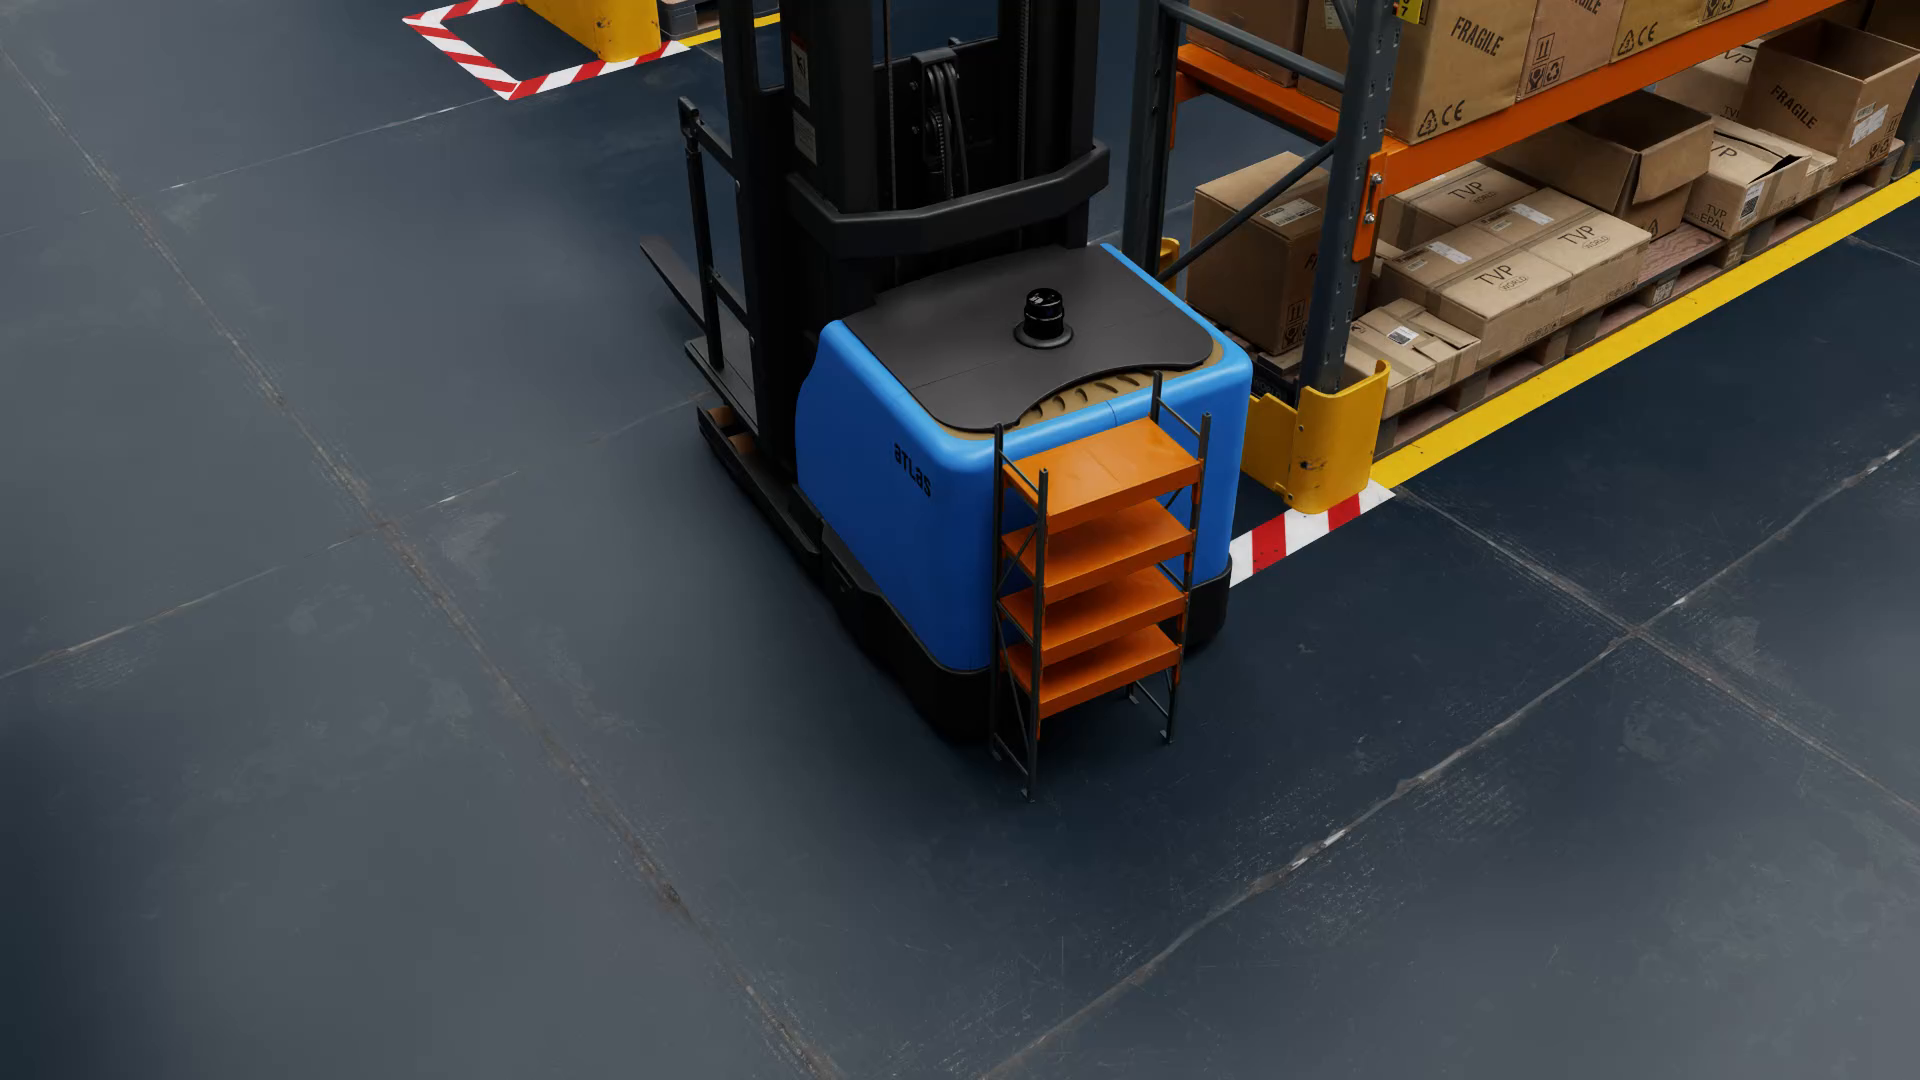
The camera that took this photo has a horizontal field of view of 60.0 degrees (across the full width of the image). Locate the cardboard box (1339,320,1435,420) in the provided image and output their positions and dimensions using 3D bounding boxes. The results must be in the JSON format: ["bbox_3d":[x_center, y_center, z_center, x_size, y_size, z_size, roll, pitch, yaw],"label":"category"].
[{"bbox_3d":[1.489,-0.620,6.042,0.250,0.149,0.380,-26,46,-28],"label":"cardboard box"}]

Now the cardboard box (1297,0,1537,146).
[{"bbox_3d":[1.460,-1.641,5.306,0.500,0.500,0.500,-25,46,-27],"label":"cardboard box"}]

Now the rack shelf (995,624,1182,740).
[{"bbox_3d":[0.365,0.362,4.782,0.480,0.148,0.258,-19,43,-22],"label":"rack shelf"}]

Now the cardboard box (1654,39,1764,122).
[{"bbox_3d":[3.654,-2.186,7.823,0.500,0.311,0.500,-26,46,-28],"label":"cardboard box"}]

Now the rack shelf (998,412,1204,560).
[{"bbox_3d":[0.365,-0.147,4.364,0.480,0.148,0.258,-19,43,-22],"label":"rack shelf"}]

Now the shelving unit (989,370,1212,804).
[{"bbox_3d":[0.365,0.157,4.613,0.503,1.200,0.258,-19,43,-22],"label":"shelving unit"}]

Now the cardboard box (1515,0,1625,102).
[{"bbox_3d":[1.865,-1.843,5.553,0.500,0.500,0.500,-26,46,-28],"label":"cardboard box"}]

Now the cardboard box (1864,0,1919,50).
[{"bbox_3d":[4.651,-2.377,7.907,0.500,0.500,0.500,-28,47,-30],"label":"cardboard box"}]

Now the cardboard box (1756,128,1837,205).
[{"bbox_3d":[3.579,-1.639,7.284,0.250,0.149,0.380,-26,46,-28],"label":"cardboard box"}]

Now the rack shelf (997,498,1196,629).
[{"bbox_3d":[0.365,0.036,4.514,0.480,0.148,0.258,-19,43,-22],"label":"rack shelf"}]

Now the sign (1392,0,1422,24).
[{"bbox_3d":[1.278,-1.625,4.683,0.005,0.325,0.100,-26,46,-28],"label":"sign"}]

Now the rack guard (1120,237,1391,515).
[{"bbox_3d":[1.007,-0.626,6.119,0.348,0.500,1.175,-26,46,-28],"label":"rack guard"}]

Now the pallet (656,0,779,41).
[{"bbox_3d":[-1.391,-3.277,9.578,1.213,0.211,1.003,-26,46,-28],"label":"pallet"}]

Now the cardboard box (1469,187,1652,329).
[{"bbox_3d":[2.344,-1.124,6.576,0.500,0.250,0.500,-26,46,-28],"label":"cardboard box"}]

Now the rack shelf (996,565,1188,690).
[{"bbox_3d":[0.365,0.209,4.656,0.480,0.148,0.258,-19,43,-22],"label":"rack shelf"}]

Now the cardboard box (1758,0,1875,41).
[{"bbox_3d":[4.335,-2.648,8.236,0.500,0.500,0.500,-26,46,-28],"label":"cardboard box"}]

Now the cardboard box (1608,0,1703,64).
[{"bbox_3d":[2.265,-2.035,5.787,0.500,0.500,0.500,-26,46,-28],"label":"cardboard box"}]

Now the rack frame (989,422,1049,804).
[{"bbox_3d":[0.152,0.232,4.521,0.015,1.200,0.240,-19,43,-22],"label":"rack frame"}]

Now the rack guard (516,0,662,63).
[{"bbox_3d":[-2.079,-3.073,9.102,0.348,0.500,1.175,-26,46,-28],"label":"rack guard"}]

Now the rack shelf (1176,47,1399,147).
[{"bbox_3d":[2.533,-2.134,6.399,3.809,0.124,0.919,-26,46,-28],"label":"rack shelf"}]

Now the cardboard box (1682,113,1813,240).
[{"bbox_3d":[3.245,-1.587,7.093,0.500,0.311,0.500,-26,46,-28],"label":"cardboard box"}]

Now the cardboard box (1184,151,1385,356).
[{"bbox_3d":[1.228,-1.101,6.351,0.500,0.500,0.500,-26,46,-28],"label":"cardboard box"}]

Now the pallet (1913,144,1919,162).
[{"bbox_3d":[4.741,-2.364,8.466,1.213,0.211,1.003,-26,46,-28],"label":"pallet"}]

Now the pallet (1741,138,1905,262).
[{"bbox_3d":[3.574,-1.766,7.736,1.213,0.211,1.003,-26,46,-28],"label":"pallet"}]

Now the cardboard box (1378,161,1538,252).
[{"bbox_3d":[2.000,-1.356,6.859,0.500,0.250,0.500,-26,46,-28],"label":"cardboard box"}]

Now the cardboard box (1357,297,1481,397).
[{"bbox_3d":[1.687,-0.724,6.154,0.250,0.166,0.380,-26,46,-28],"label":"cardboard box"}]

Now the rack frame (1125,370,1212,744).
[{"bbox_3d":[0.578,0.081,4.705,0.015,1.200,0.240,-19,43,-22],"label":"rack frame"}]

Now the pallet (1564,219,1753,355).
[{"bbox_3d":[2.606,-1.292,7.159,1.213,0.211,1.003,-26,46,-28],"label":"pallet"}]

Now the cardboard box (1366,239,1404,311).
[{"bbox_3d":[1.604,-1.083,6.592,0.250,0.166,0.380,-26,46,-28],"label":"cardboard box"}]

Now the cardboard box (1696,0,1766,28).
[{"bbox_3d":[2.663,-2.228,6.022,0.500,0.500,0.500,-25,46,-28],"label":"cardboard box"}]

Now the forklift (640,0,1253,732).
[{"bbox_3d":[-0.307,-1.483,5.246,1.130,2.935,3.031,-19,43,-22],"label":"forklift"}]

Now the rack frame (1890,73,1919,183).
[{"bbox_3d":[4.119,-3.109,7.175,0.127,3.000,1.000,-26,46,-28],"label":"rack frame"}]

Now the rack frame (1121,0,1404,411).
[{"bbox_3d":[0.947,-1.563,5.290,0.127,3.000,1.000,-26,46,-28],"label":"rack frame"}]

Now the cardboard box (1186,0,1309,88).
[{"bbox_3d":[1.136,-1.912,5.637,0.500,0.500,0.500,-25,45,-27],"label":"cardboard box"}]

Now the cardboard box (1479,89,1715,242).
[{"bbox_3d":[2.632,-1.585,6.939,0.637,0.503,0.797,-26,46,-28],"label":"cardboard box"}]

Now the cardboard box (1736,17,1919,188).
[{"bbox_3d":[3.840,-1.950,7.386,0.500,0.500,0.500,-26,46,-28],"label":"cardboard box"}]

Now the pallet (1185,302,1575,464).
[{"bbox_3d":[1.639,-0.823,6.587,1.213,0.211,1.003,-26,46,-28],"label":"pallet"}]
